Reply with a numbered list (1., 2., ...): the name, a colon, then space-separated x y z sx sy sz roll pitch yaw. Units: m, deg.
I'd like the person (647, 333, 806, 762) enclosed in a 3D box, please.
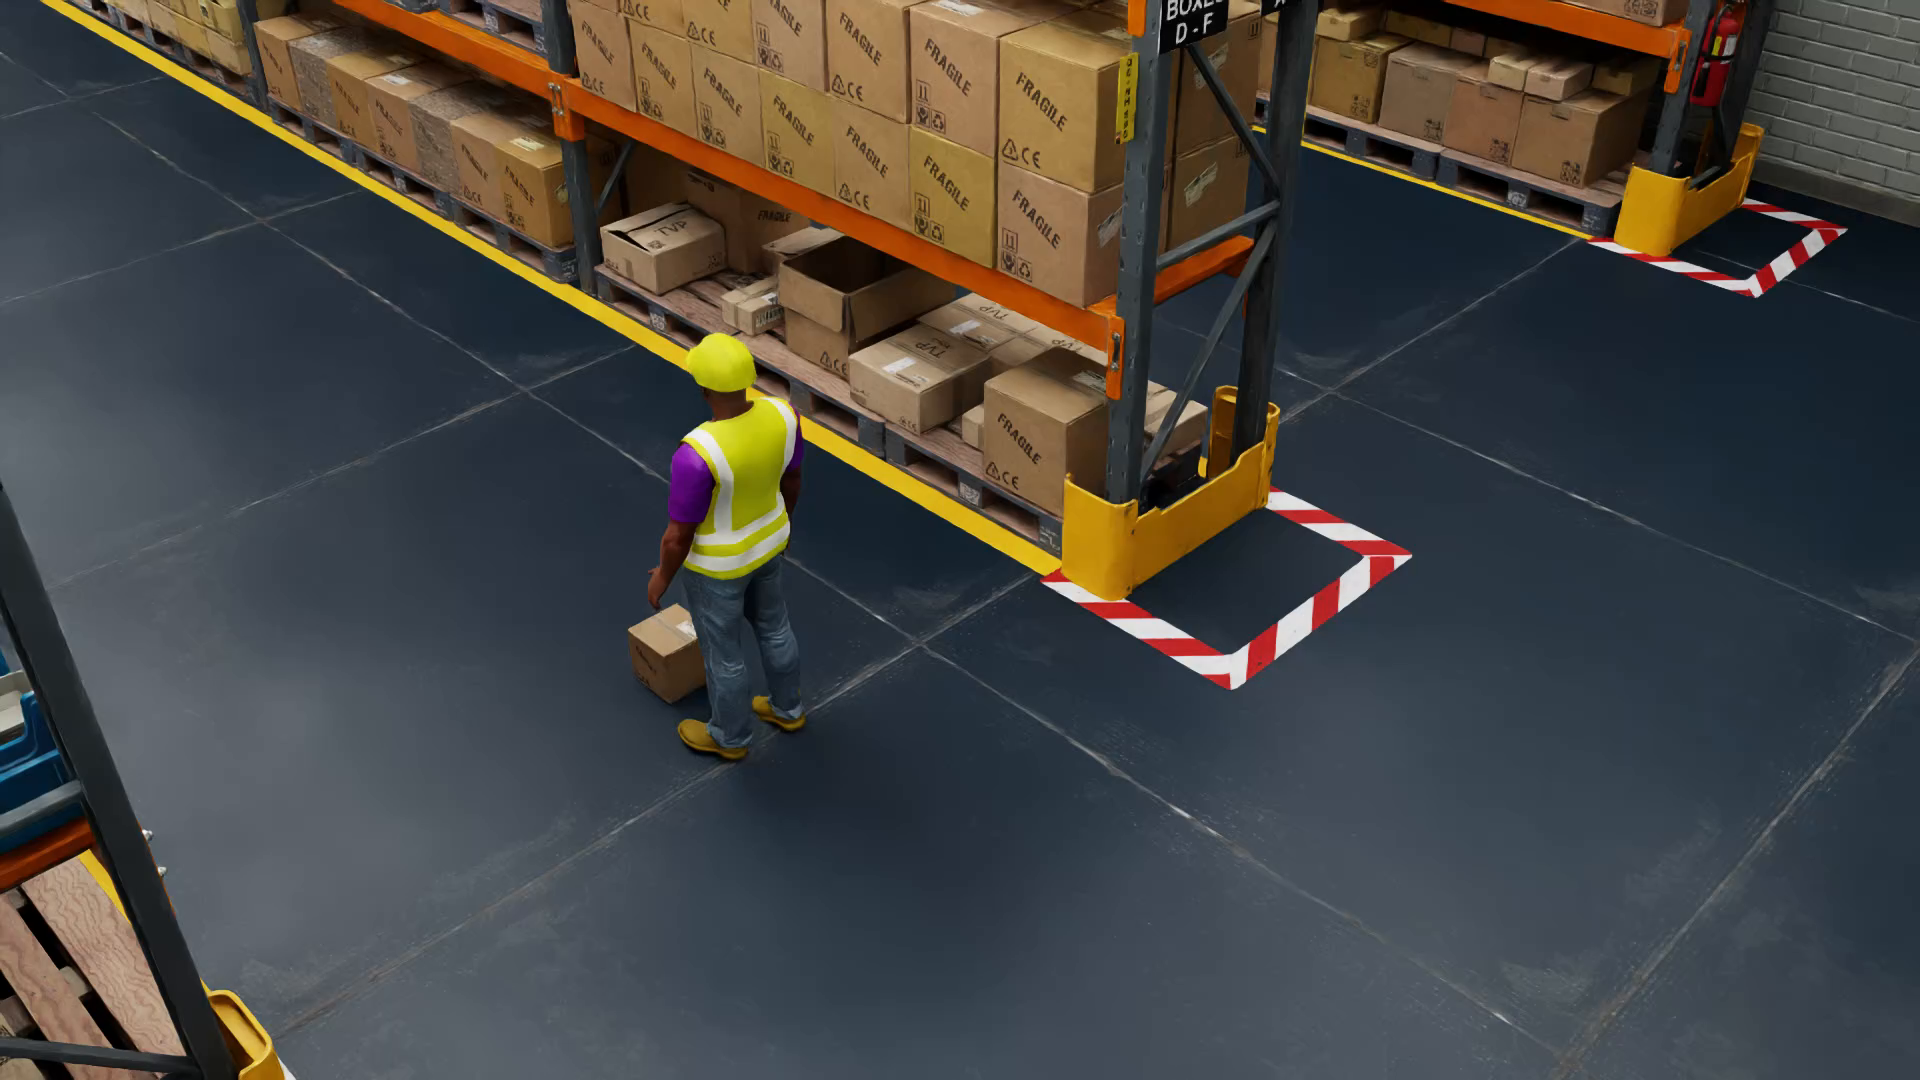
1. person: -0.841 0.050 6.058 0.403 1.804 0.631 26 43 31
